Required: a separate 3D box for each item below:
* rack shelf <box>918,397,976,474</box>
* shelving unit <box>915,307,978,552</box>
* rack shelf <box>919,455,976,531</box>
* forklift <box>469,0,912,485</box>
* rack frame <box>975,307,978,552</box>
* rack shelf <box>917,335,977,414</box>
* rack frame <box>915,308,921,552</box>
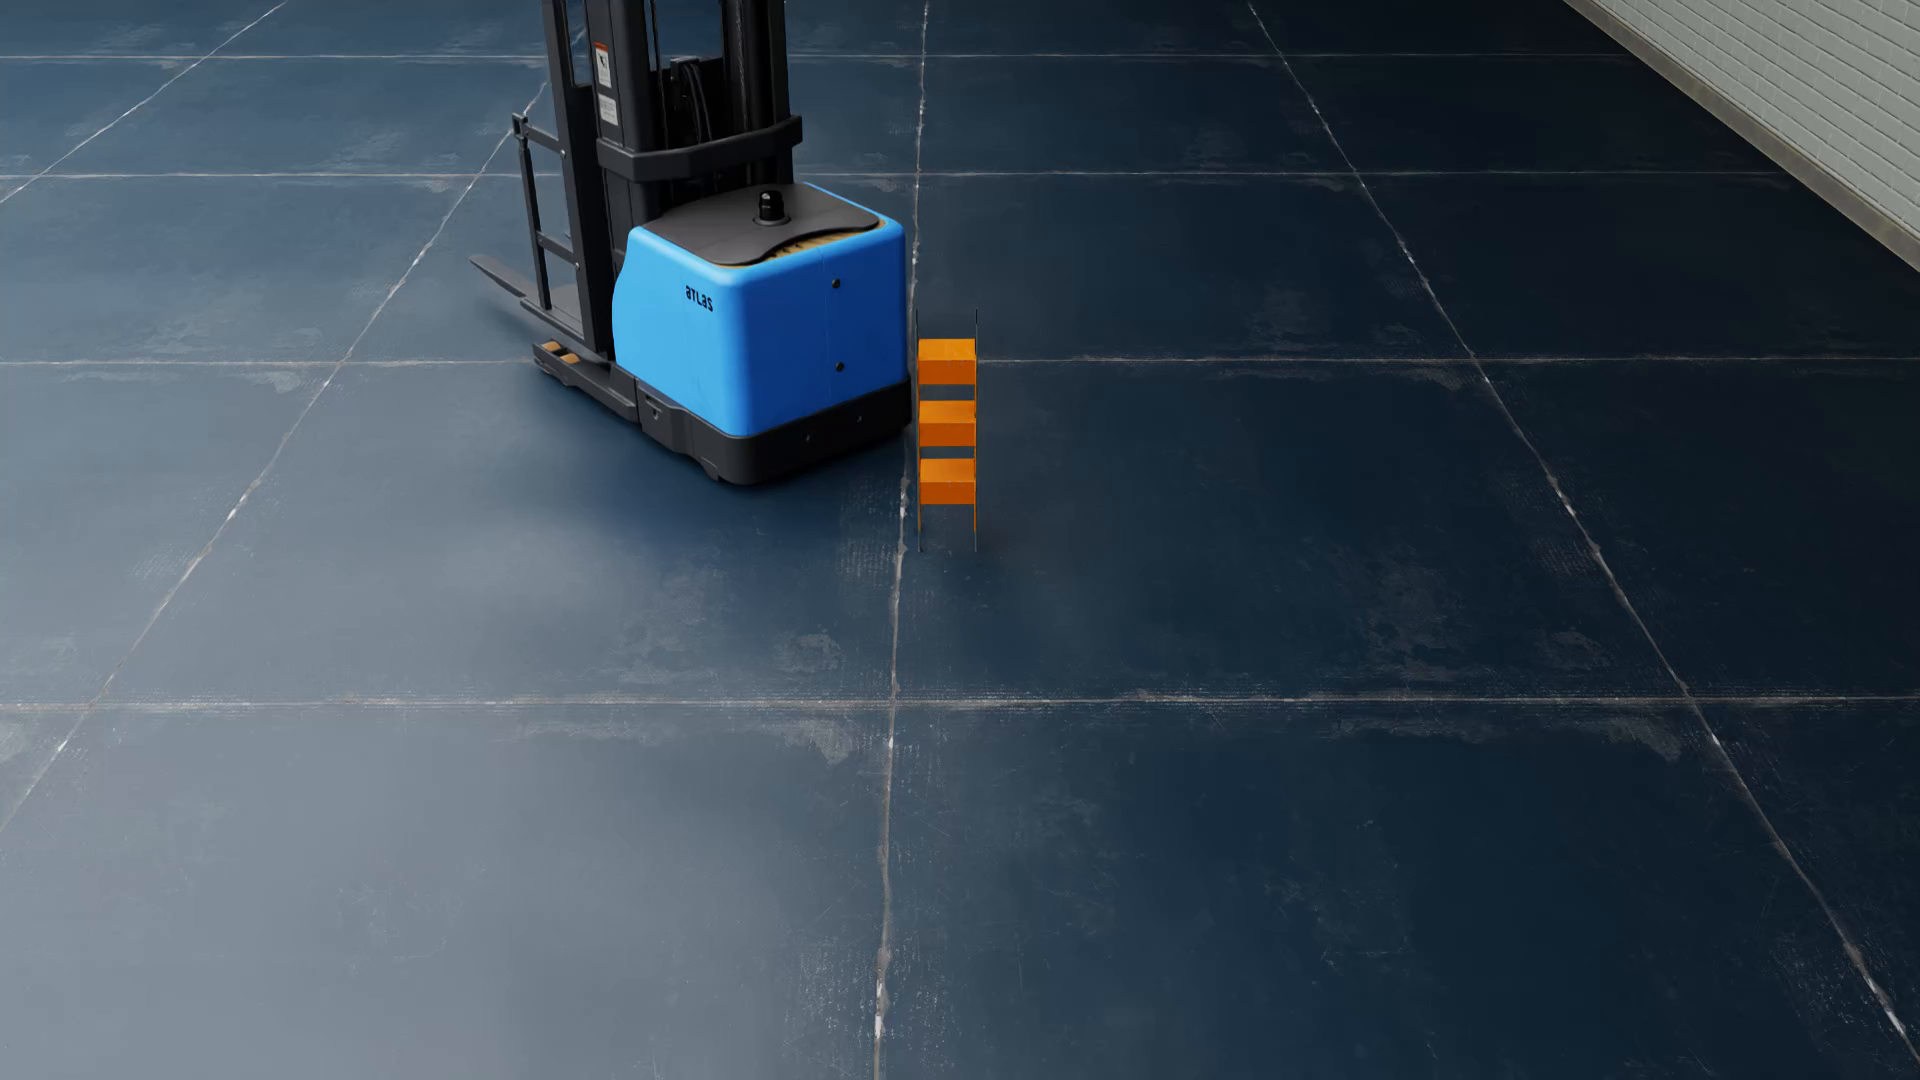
[{"bbox_3d":[-0.054,-0.440,6.983,0.240,0.259,0.215,0,31,0],"label":"rack shelf"},{"bbox_3d":[-0.054,-0.449,6.977,0.252,1.050,0.215,0,31,0],"label":"shelving unit"},{"bbox_3d":[-0.054,-0.202,7.127,0.240,0.259,0.215,0,31,0],"label":"rack shelf"},{"bbox_3d":[-1.570,-2.193,8.039,1.130,2.935,3.031,-24,39,-34],"label":"forklift"},{"bbox_3d":[0.068,-0.449,6.978,0.008,1.050,0.200,0,31,0],"label":"rack frame"},{"bbox_3d":[-0.054,-0.682,6.836,0.240,0.259,0.215,0,31,0],"label":"rack shelf"},{"bbox_3d":[-0.176,-0.448,6.977,0.008,1.050,0.200,0,31,0],"label":"rack frame"}]
